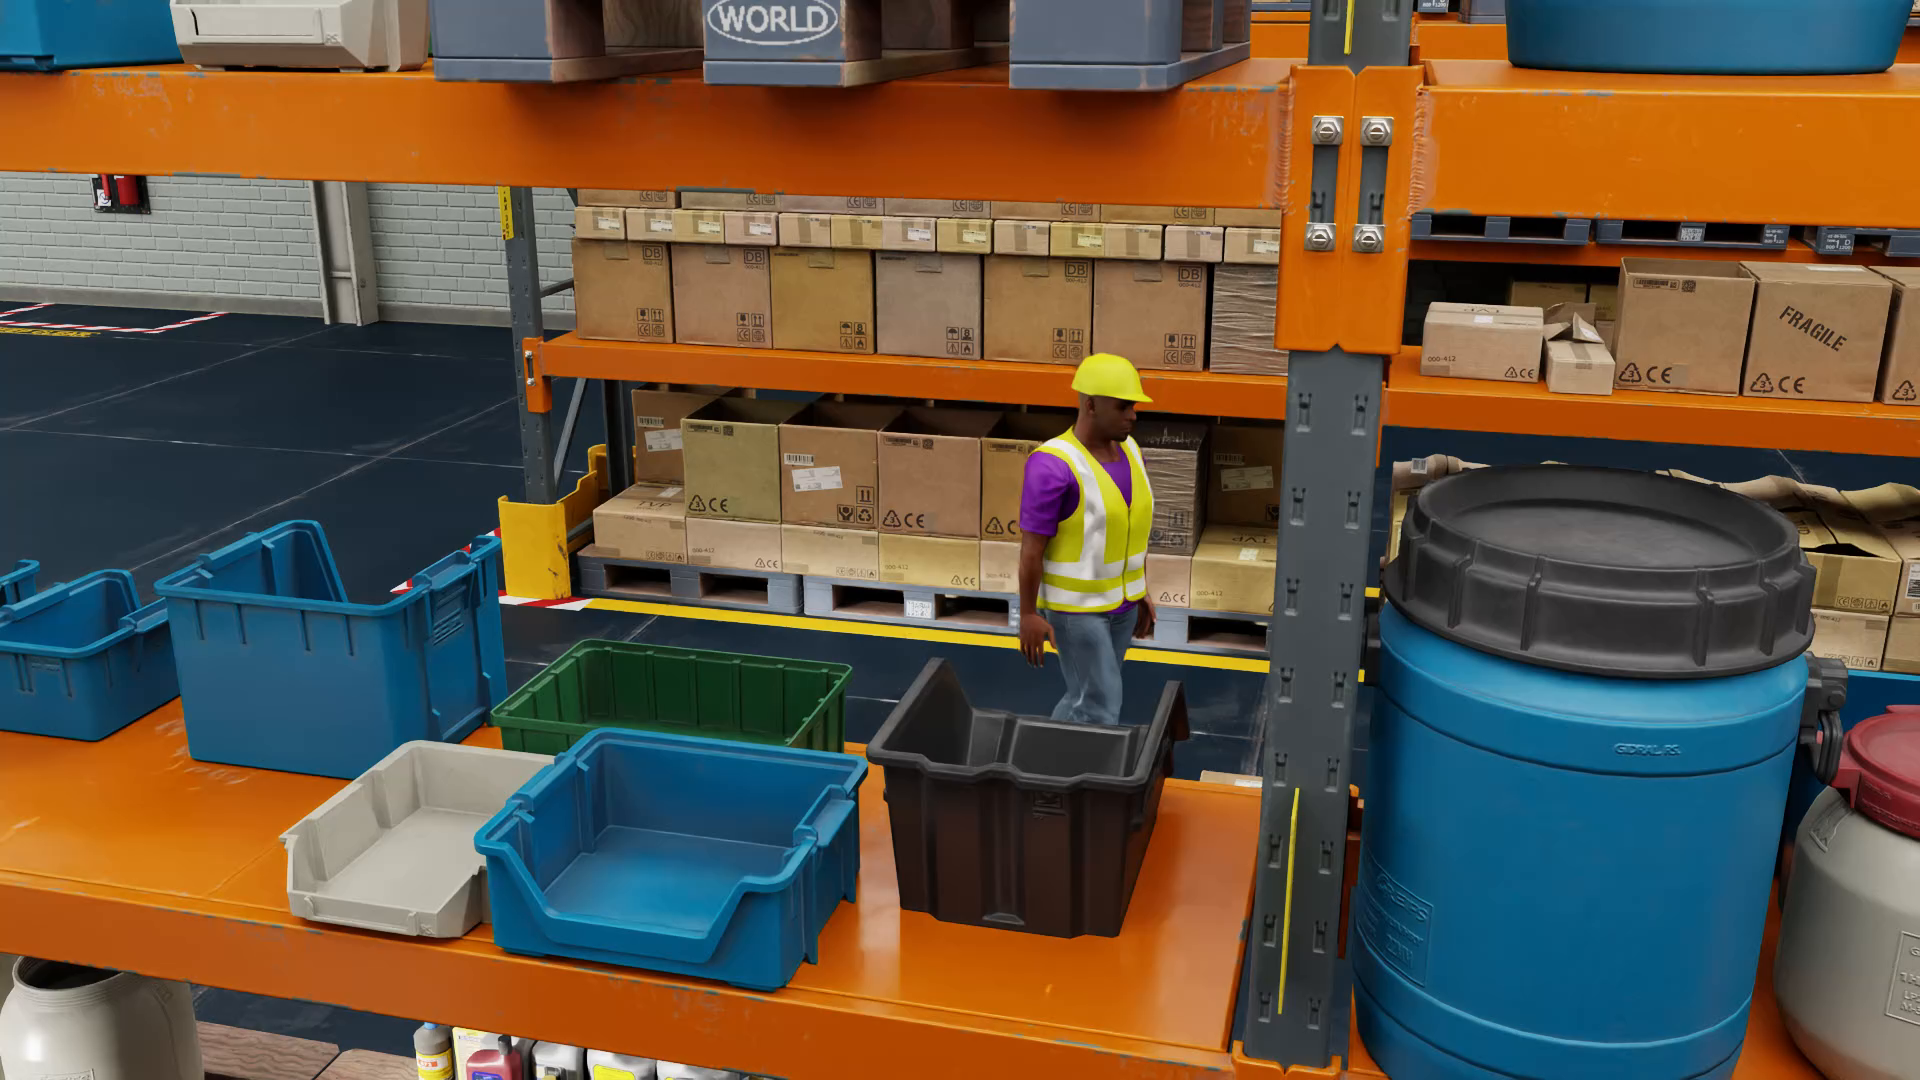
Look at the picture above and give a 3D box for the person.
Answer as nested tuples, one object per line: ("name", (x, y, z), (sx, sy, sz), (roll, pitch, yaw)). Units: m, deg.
("person", (0.525, 0.236, 5.784), (0.732, 1.759, 0.587), (16, 24, 41))
